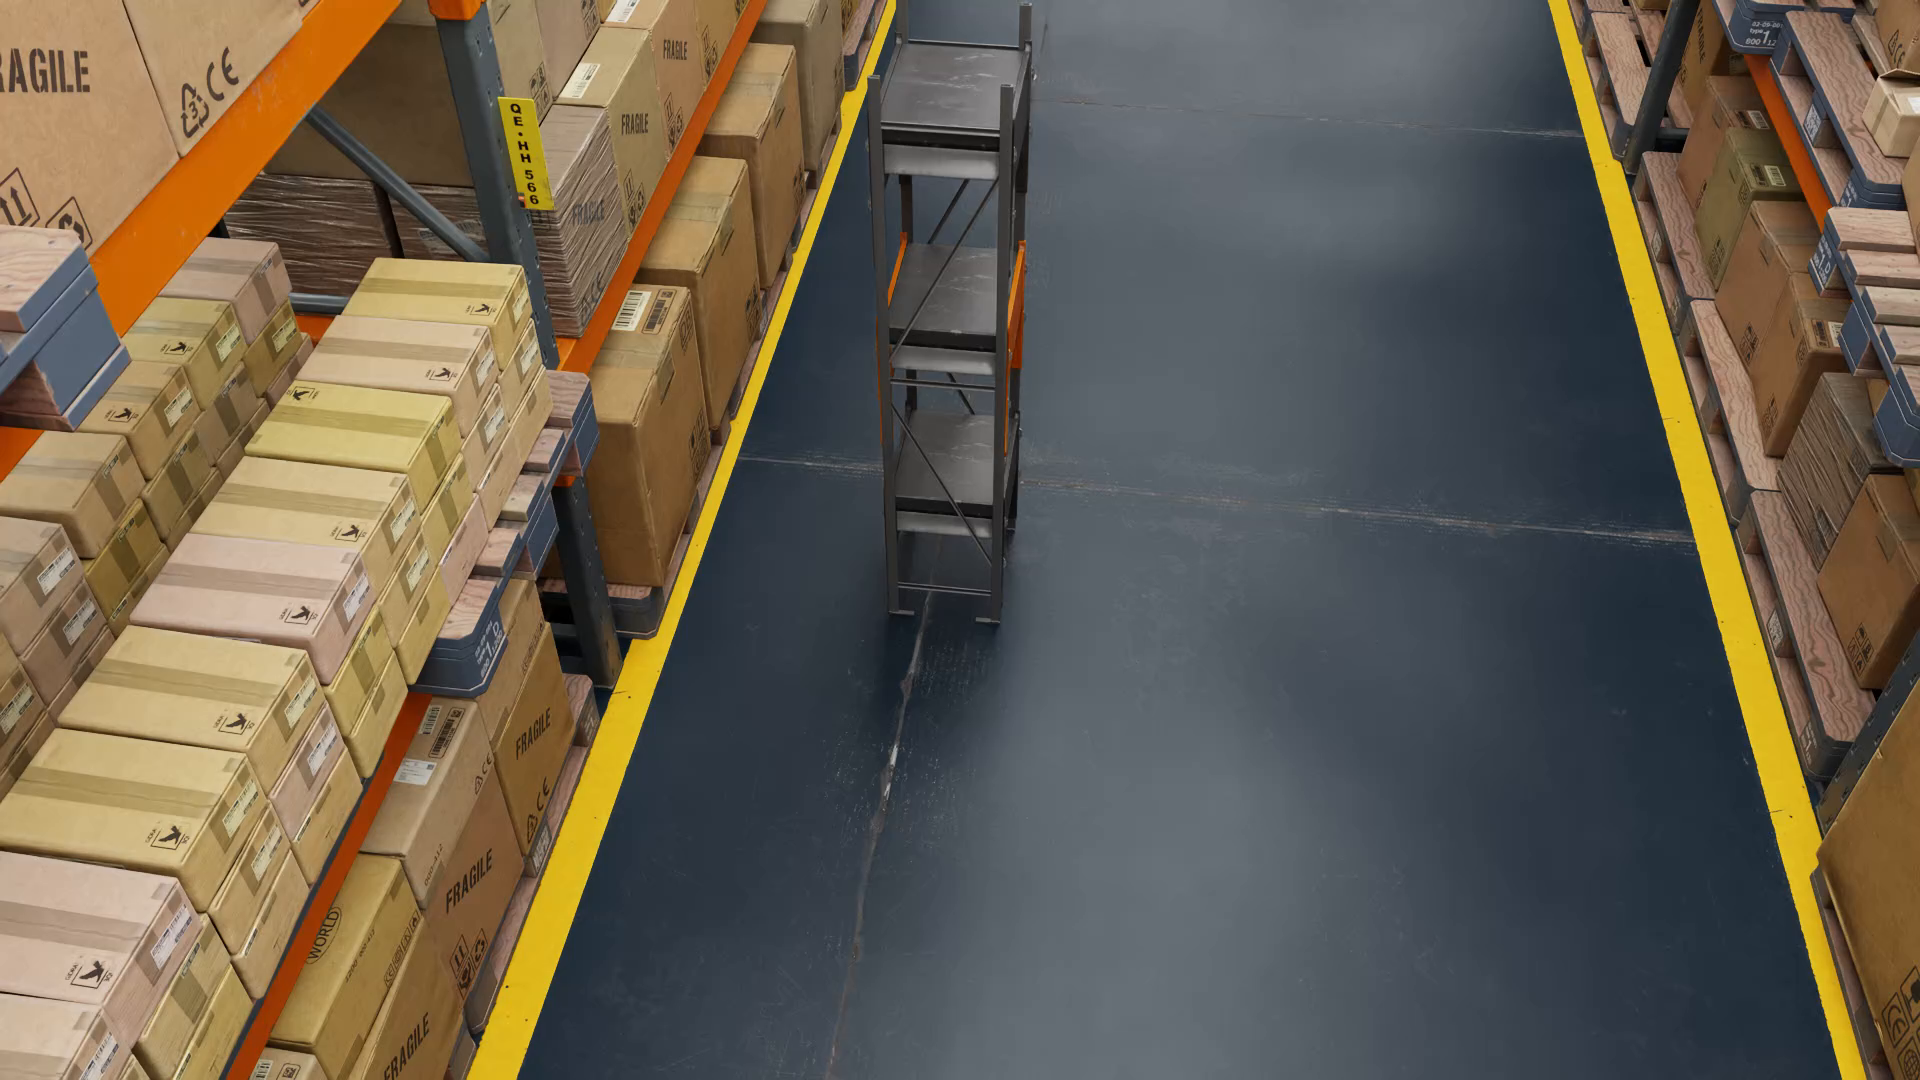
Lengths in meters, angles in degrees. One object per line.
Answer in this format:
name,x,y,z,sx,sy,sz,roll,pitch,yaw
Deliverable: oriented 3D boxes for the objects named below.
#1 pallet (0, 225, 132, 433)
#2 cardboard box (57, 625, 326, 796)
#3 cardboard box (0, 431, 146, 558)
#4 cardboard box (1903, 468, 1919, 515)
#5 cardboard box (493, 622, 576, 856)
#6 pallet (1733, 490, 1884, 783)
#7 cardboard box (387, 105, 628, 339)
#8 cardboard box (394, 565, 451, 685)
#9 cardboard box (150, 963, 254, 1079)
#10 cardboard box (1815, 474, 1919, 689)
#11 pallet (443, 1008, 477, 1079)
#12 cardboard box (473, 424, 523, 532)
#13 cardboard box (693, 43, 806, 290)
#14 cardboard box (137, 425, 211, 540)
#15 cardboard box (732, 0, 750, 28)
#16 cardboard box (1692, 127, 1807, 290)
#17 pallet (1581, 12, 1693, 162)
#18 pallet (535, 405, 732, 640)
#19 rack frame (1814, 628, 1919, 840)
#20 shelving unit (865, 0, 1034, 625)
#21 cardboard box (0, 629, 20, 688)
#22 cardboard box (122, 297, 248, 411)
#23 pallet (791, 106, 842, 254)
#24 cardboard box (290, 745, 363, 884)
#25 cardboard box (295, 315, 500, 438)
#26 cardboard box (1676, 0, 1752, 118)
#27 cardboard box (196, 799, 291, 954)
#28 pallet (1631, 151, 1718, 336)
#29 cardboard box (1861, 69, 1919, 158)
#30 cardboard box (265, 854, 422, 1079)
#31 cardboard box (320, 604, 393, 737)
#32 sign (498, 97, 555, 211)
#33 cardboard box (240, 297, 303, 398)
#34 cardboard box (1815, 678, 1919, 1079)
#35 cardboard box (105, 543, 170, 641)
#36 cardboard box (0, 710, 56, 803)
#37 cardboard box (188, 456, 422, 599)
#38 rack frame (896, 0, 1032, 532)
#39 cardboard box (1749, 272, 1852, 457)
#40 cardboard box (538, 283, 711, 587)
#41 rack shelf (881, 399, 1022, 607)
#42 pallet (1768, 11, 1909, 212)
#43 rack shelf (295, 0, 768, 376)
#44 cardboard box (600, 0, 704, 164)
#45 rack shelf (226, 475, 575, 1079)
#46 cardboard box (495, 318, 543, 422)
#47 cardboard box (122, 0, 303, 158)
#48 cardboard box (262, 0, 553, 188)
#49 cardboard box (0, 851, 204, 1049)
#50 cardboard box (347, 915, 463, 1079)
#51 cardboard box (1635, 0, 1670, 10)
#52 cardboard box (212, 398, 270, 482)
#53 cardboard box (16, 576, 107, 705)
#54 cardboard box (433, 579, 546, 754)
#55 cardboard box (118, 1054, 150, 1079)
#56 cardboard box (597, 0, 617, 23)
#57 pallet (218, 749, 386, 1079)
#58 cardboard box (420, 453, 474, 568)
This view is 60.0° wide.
pallet,-1.882,-0.070,2.098,1.213,0.211,1.003,5,44,6
cardboard box,-1.458,0.322,3.173,0.380,0.149,0.250,7,44,8
cardboard box,-2.033,-0.107,3.626,0.380,0.149,0.250,4,44,4
cardboard box,3.287,-0.121,5.149,0.500,0.250,0.500,7,44,7
cardboard box,-1.502,0.570,4.979,0.500,0.500,0.500,5,44,5
pallet,3.333,0.343,5.735,1.003,0.211,1.213,5,44,6
cardboard box,-1.348,-0.975,5.025,0.500,0.500,0.500,6,44,6
cardboard box,-1.389,0.173,3.763,0.380,0.149,0.250,5,44,5
cardboard box,-1.528,0.890,3.005,0.380,0.149,0.250,5,44,5
cardboard box,3.297,0.152,5.406,0.700,0.500,0.500,3,44,3
pallet,-1.943,1.717,4.283,1.003,0.211,1.213,5,44,6
cardboard box,-1.319,-0.172,4.127,0.380,0.149,0.250,5,44,5
cardboard box,-1.270,-1.631,7.121,1.050,0.750,0.750,5,44,6
cardboard box,-2.003,-0.148,3.886,0.380,0.149,0.250,4,44,4
cardboard box,-1.083,-2.351,6.478,0.500,0.500,0.500,6,44,6
cardboard box,3.573,-1.376,7.019,0.700,0.500,0.500,5,44,5
pallet,3.811,-2.312,8.538,1.003,0.211,1.213,5,44,6
pallet,-1.496,-0.175,6.281,1.003,0.211,1.213,5,44,6
rack frame,3.229,-0.138,4.214,1.000,3.000,0.127,5,44,6
shelving unit,-0.022,-0.650,5.409,0.431,2.100,0.503,5,44,6
cardboard box,-2.100,0.259,3.240,0.380,0.149,0.250,6,44,7
cardboard box,-1.961,-0.454,3.992,0.380,0.149,0.250,4,44,4
pallet,-1.173,-1.838,8.038,1.003,0.211,1.213,5,44,6
cardboard box,-1.459,0.533,3.383,0.380,0.149,0.250,6,44,7
cardboard box,-1.320,-0.388,3.923,0.380,0.149,0.250,5,44,5
cardboard box,3.850,-2.377,8.092,0.500,0.500,0.500,4,44,4
cardboard box,-1.491,0.607,3.088,0.380,0.149,0.250,4,44,5
pallet,3.656,-1.320,7.491,1.003,0.211,1.213,5,44,6
cardboard box,3.181,-1.402,5.342,0.396,0.266,0.258,4,44,4
cardboard box,-1.644,1.006,3.973,0.500,0.250,0.500,6,44,6
cardboard box,-1.423,0.253,3.462,0.380,0.149,0.250,5,44,5
sign,-1.135,-1.006,4.346,0.100,0.325,0.005,5,44,6
cardboard box,-1.937,-0.516,4.274,0.380,0.149,0.250,7,44,7
cardboard box,3.117,0.950,4.305,1.225,0.875,0.875,3,44,4
cardboard box,-2.039,0.119,3.820,0.380,0.149,0.250,7,44,7
cardboard box,-2.107,0.472,3.447,0.380,0.149,0.250,6,44,6
cardboard box,-1.387,-0.027,3.542,0.380,0.149,0.250,6,44,7
rack frame,0.010,-0.816,5.585,0.400,2.100,0.015,5,44,6
cardboard box,3.426,-0.614,6.215,0.700,0.500,0.500,9,44,9
cardboard box,-1.505,-0.400,5.821,1.050,0.750,0.750,5,44,5
rack shelf,-0.022,-0.131,5.900,0.431,0.518,0.480,5,44,6
pallet,3.450,-1.421,5.708,1.003,0.211,1.213,5,44,6
rack shelf,-1.410,-1.759,6.449,1.077,0.370,4.000,5,44,6
cardboard box,-1.216,-1.665,5.755,0.500,0.500,0.500,5,44,5
rack shelf,-1.939,0.967,3.570,1.077,0.370,4.000,5,44,6
cardboard box,-1.289,-0.448,4.203,0.380,0.149,0.250,6,44,6
cardboard box,-1.551,-1.029,2.900,0.500,0.500,0.500,5,44,6
cardboard box,-1.605,-1.362,4.707,0.700,0.500,0.500,5,44,5
cardboard box,-1.525,0.684,2.791,0.380,0.149,0.250,7,44,7
cardboard box,-1.629,1.286,4.223,0.500,0.500,0.500,3,44,4
cardboard box,3.922,-3.199,8.959,0.500,0.500,0.500,2,43,2
cardboard box,-1.969,-0.249,4.209,0.380,0.149,0.250,7,44,8
cardboard box,-2.070,0.193,3.525,0.380,0.149,0.250,5,44,6
cardboard box,-1.505,0.316,4.702,0.500,0.250,0.500,4,44,5
cardboard box,-1.562,0.959,2.717,0.380,0.149,0.250,7,44,7
cardboard box,-1.474,-2.056,5.440,0.700,0.500,0.500,5,44,5
pallet,-1.896,0.765,3.400,1.003,0.211,1.213,5,44,6
cardboard box,-1.354,-0.087,3.821,0.380,0.149,0.250,6,44,7
